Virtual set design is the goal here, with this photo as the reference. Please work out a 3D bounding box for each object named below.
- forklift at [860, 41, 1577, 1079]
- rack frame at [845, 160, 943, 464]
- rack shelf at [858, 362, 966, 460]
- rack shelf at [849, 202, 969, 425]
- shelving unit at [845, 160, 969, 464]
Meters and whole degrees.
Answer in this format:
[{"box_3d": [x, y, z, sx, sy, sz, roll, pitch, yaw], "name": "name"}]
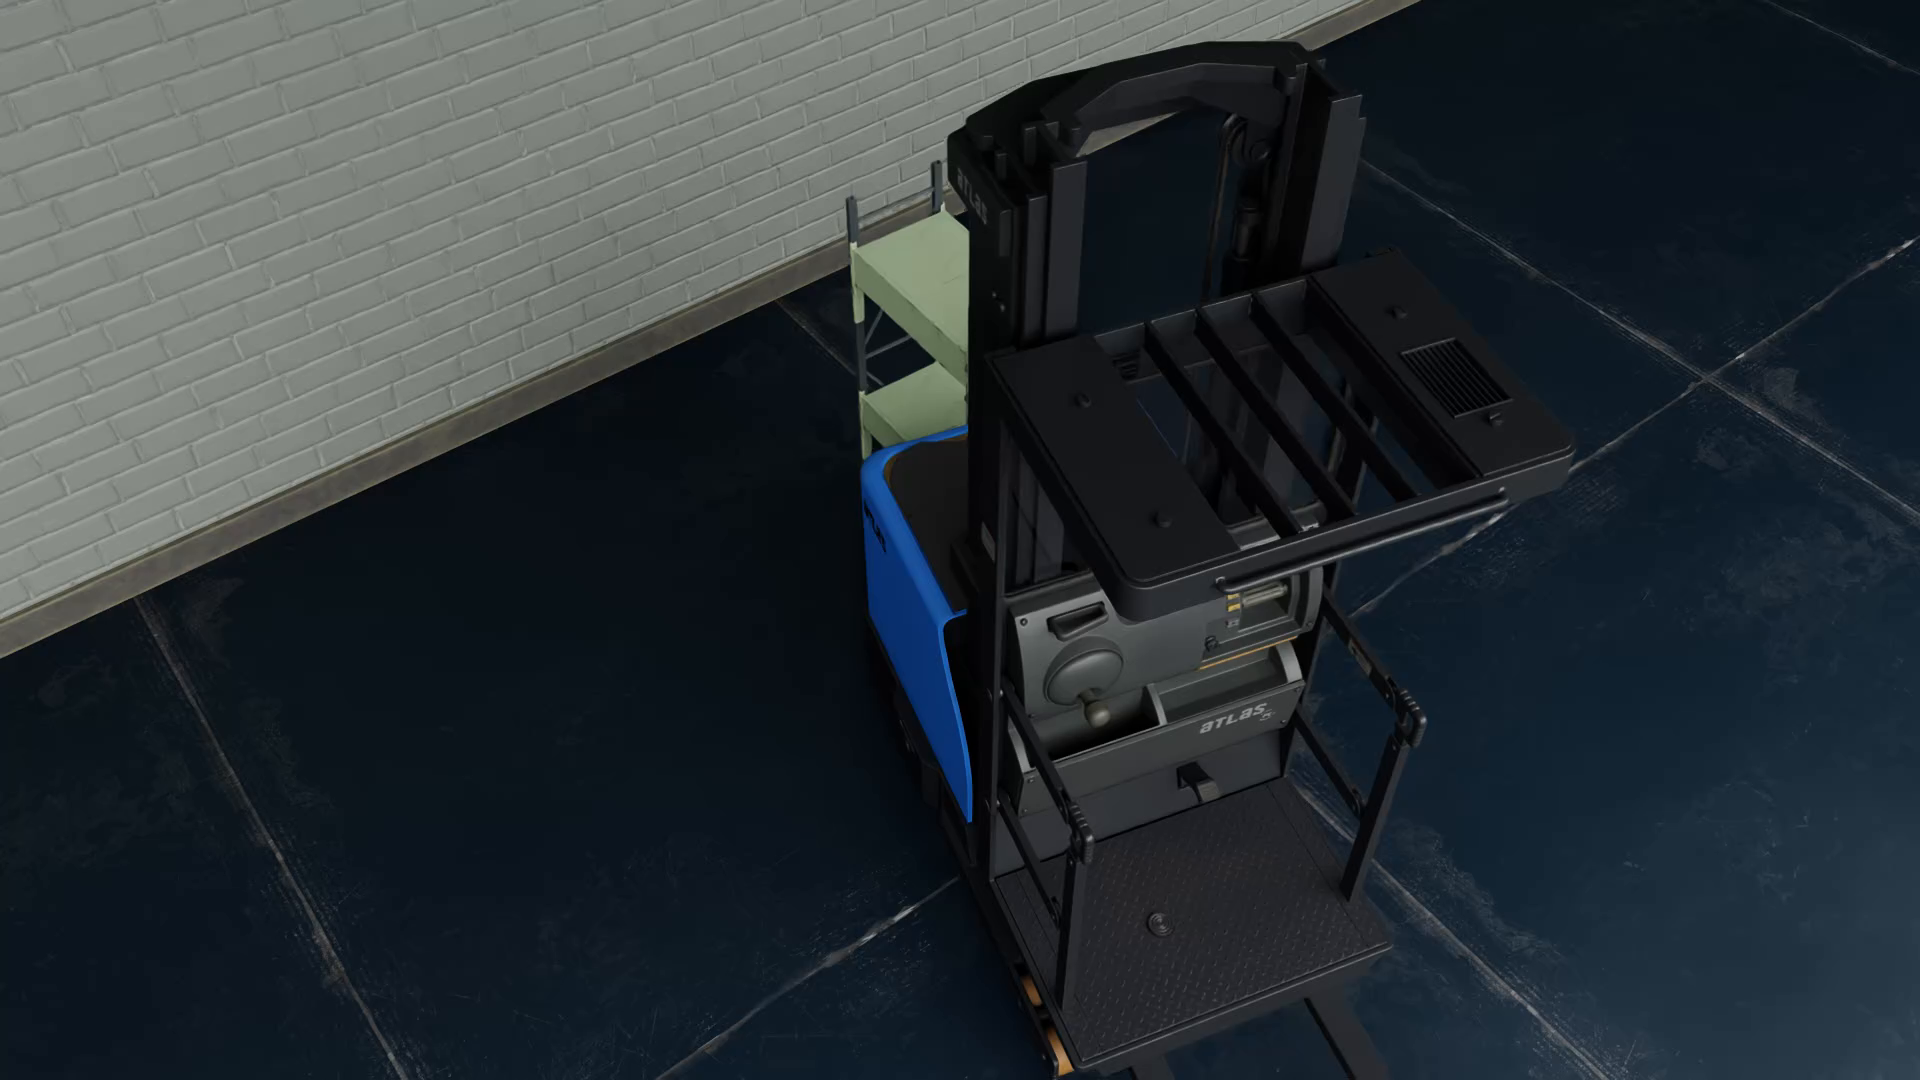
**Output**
[{"box_3d": [0.669, 0.329, 4.472, 1.130, 2.935, 3.031, -17, 50, -15], "name": "forklift"}, {"box_3d": [-0.232, -0.767, 6.432, 0.400, 1.500, 0.023, -28, 54, -23], "name": "rack frame"}, {"box_3d": [-0.017, -0.328, 6.474, 0.431, 0.370, 0.720, -28, 54, -23], "name": "rack shelf"}, {"box_3d": [-0.017, -0.810, 5.944, 0.431, 0.370, 0.720, -28, 54, -23], "name": "rack shelf"}, {"box_3d": [-0.017, -0.547, 6.233, 0.431, 1.500, 0.755, -28, 54, -23], "name": "shelving unit"}]
